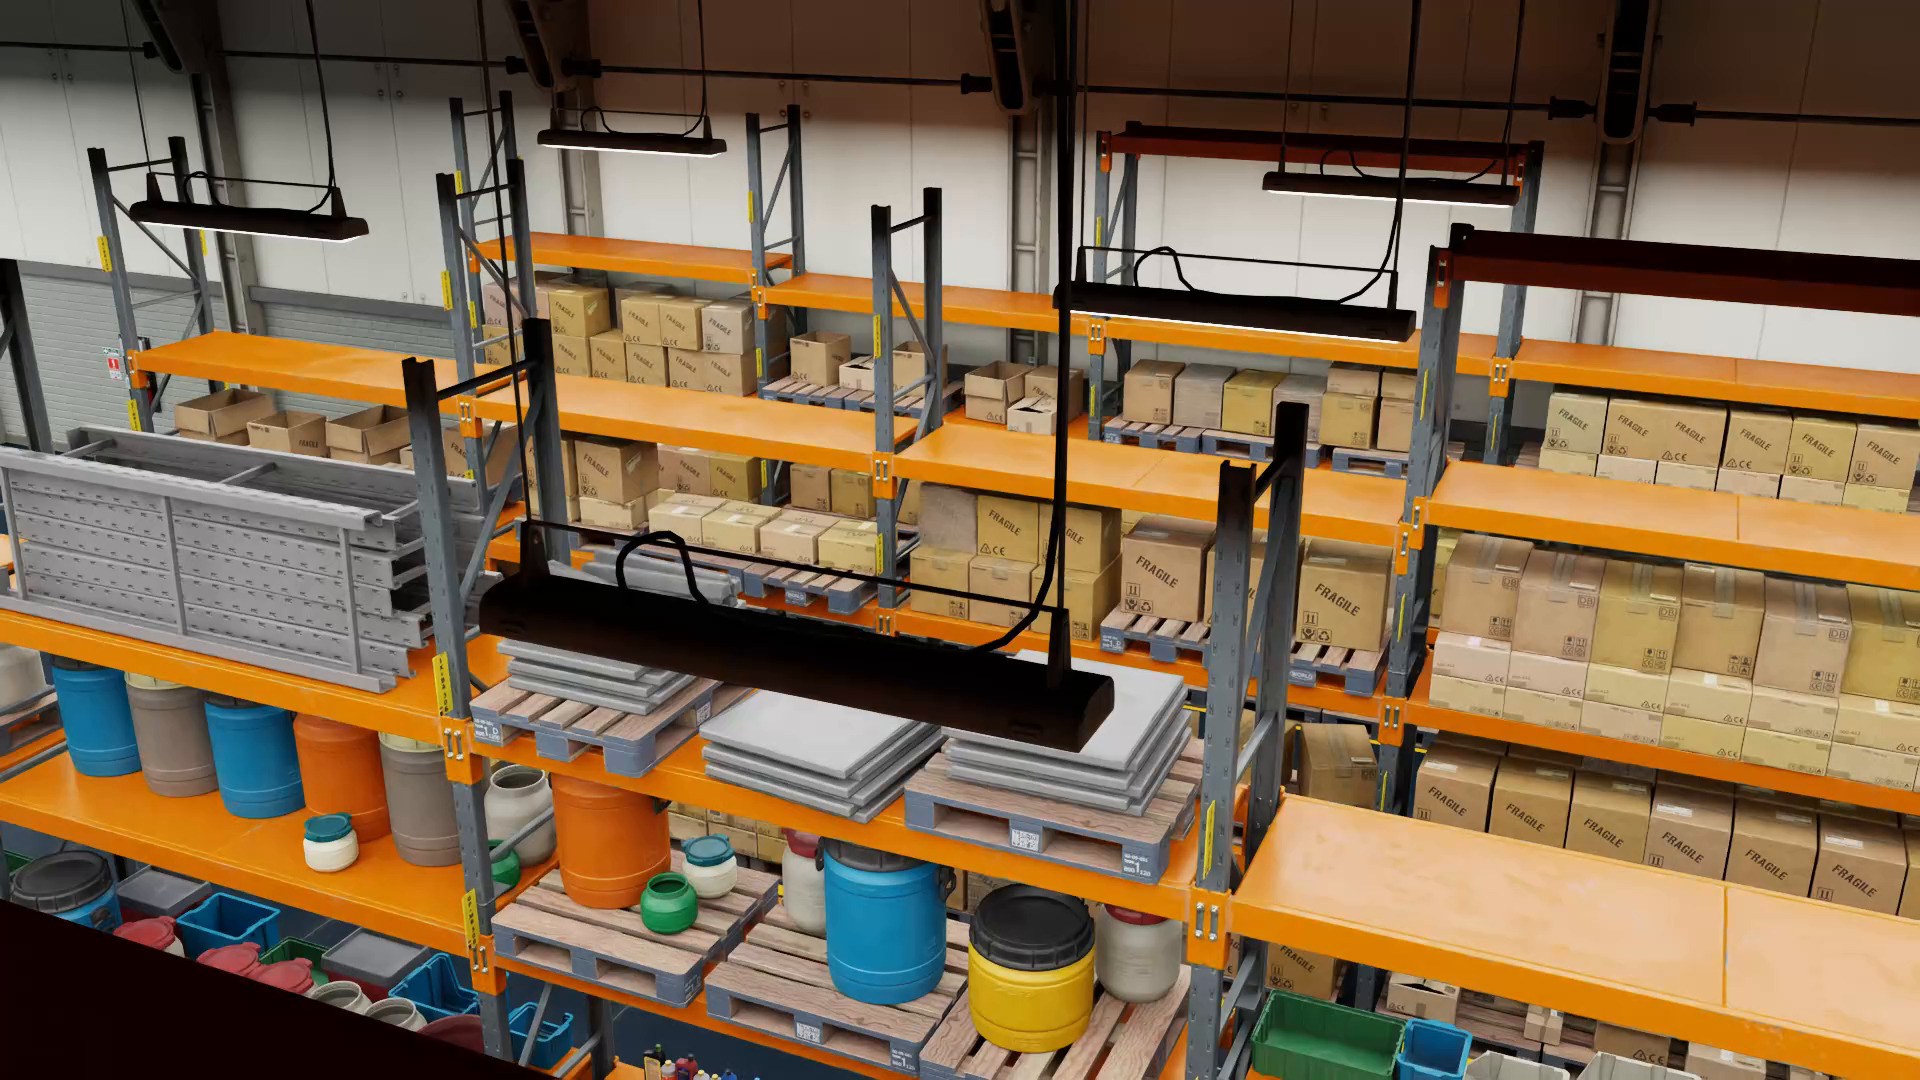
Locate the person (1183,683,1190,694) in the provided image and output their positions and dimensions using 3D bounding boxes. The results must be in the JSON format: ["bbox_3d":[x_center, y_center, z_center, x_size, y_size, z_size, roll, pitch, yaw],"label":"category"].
[{"bbox_3d":[2.097,1.444,16.553,0.437,1.580,0.453,-19,28,-41],"label":"person"}]
